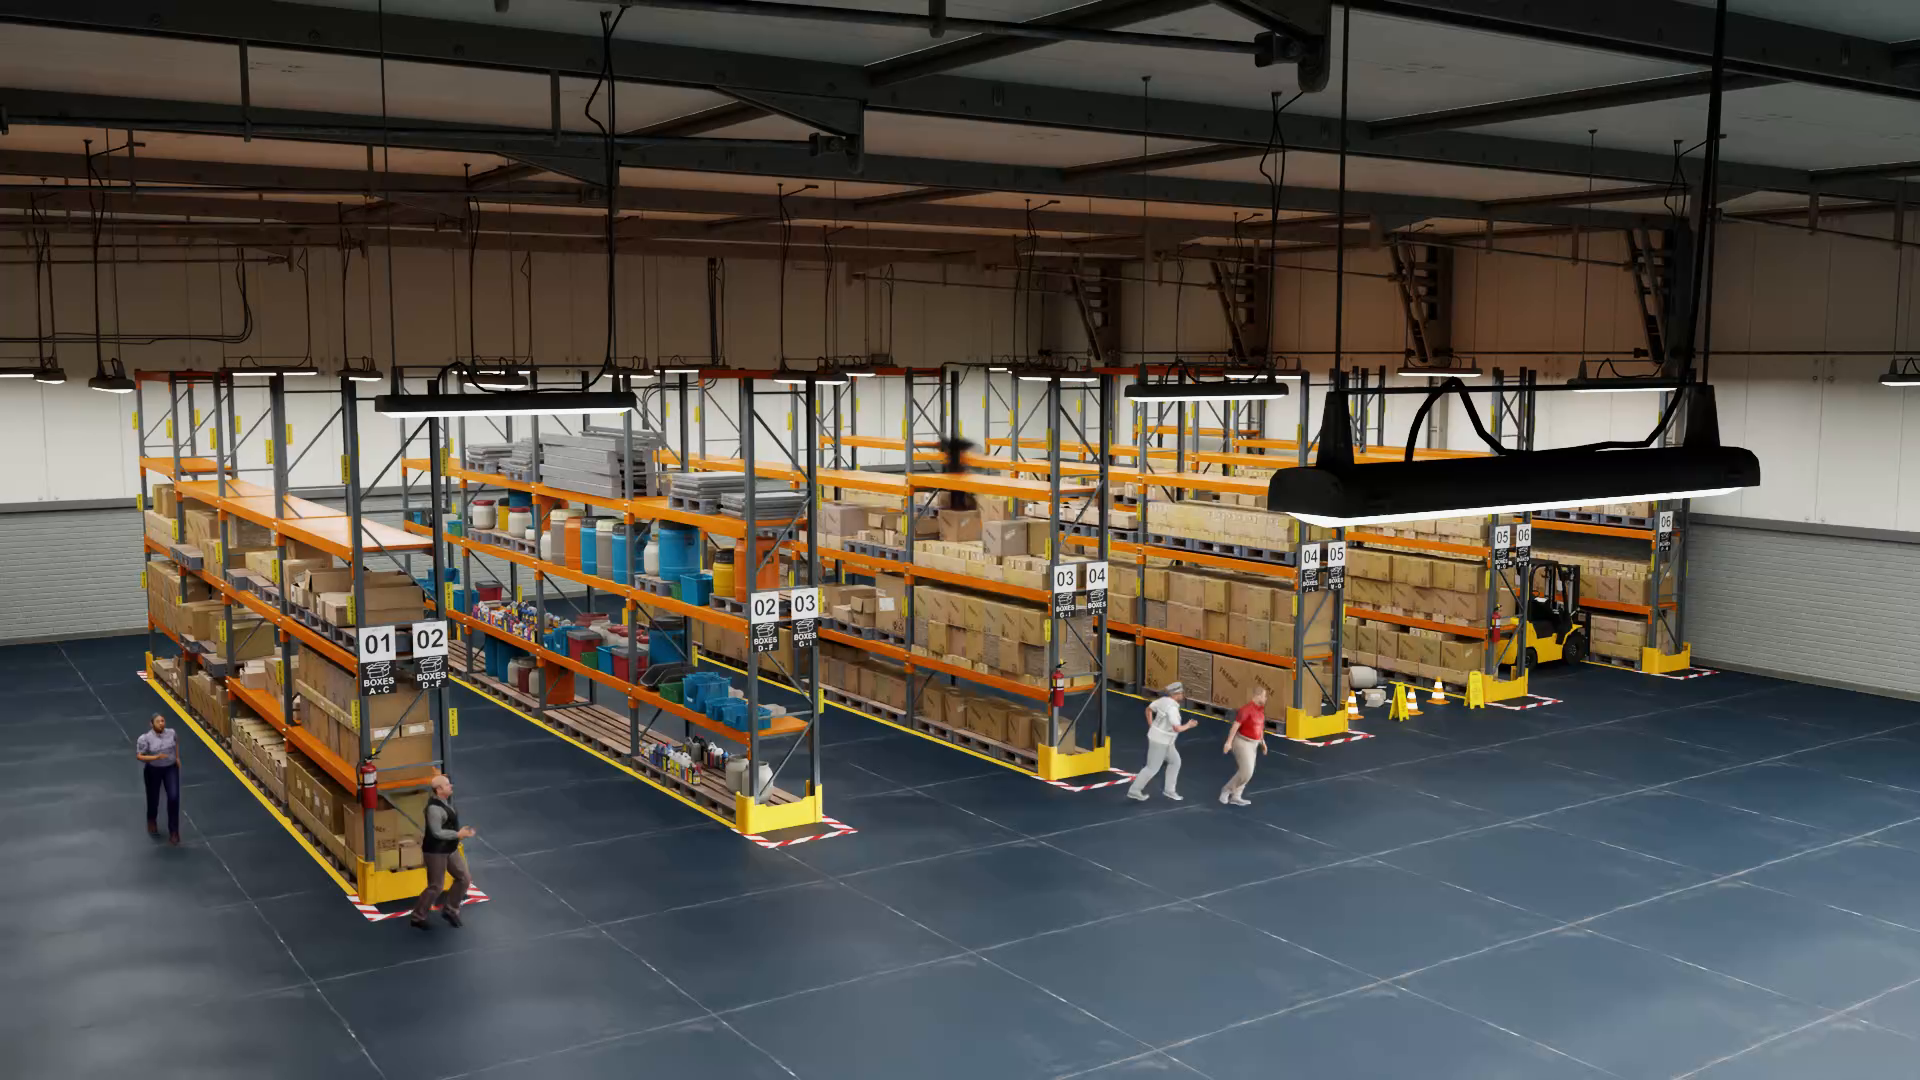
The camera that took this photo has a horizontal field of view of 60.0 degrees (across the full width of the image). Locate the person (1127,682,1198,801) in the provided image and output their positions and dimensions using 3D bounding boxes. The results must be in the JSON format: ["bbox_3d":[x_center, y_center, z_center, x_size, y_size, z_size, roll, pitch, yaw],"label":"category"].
[{"bbox_3d":[2.847,2.851,23.356,0.985,1.753,0.668,0,6,-1],"label":"person"}]

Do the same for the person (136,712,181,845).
[{"bbox_3d":[-10.426,3.066,21.654,0.555,1.695,0.855,-5,8,-36],"label":"person"}]

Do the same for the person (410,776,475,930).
[{"bbox_3d":[-5.654,3.488,18.196,0.738,1.702,0.659,0,6,1],"label":"person"}]

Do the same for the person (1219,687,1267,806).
[{"bbox_3d":[3.966,2.883,23.237,0.565,1.692,0.702,4,8,31],"label":"person"}]
